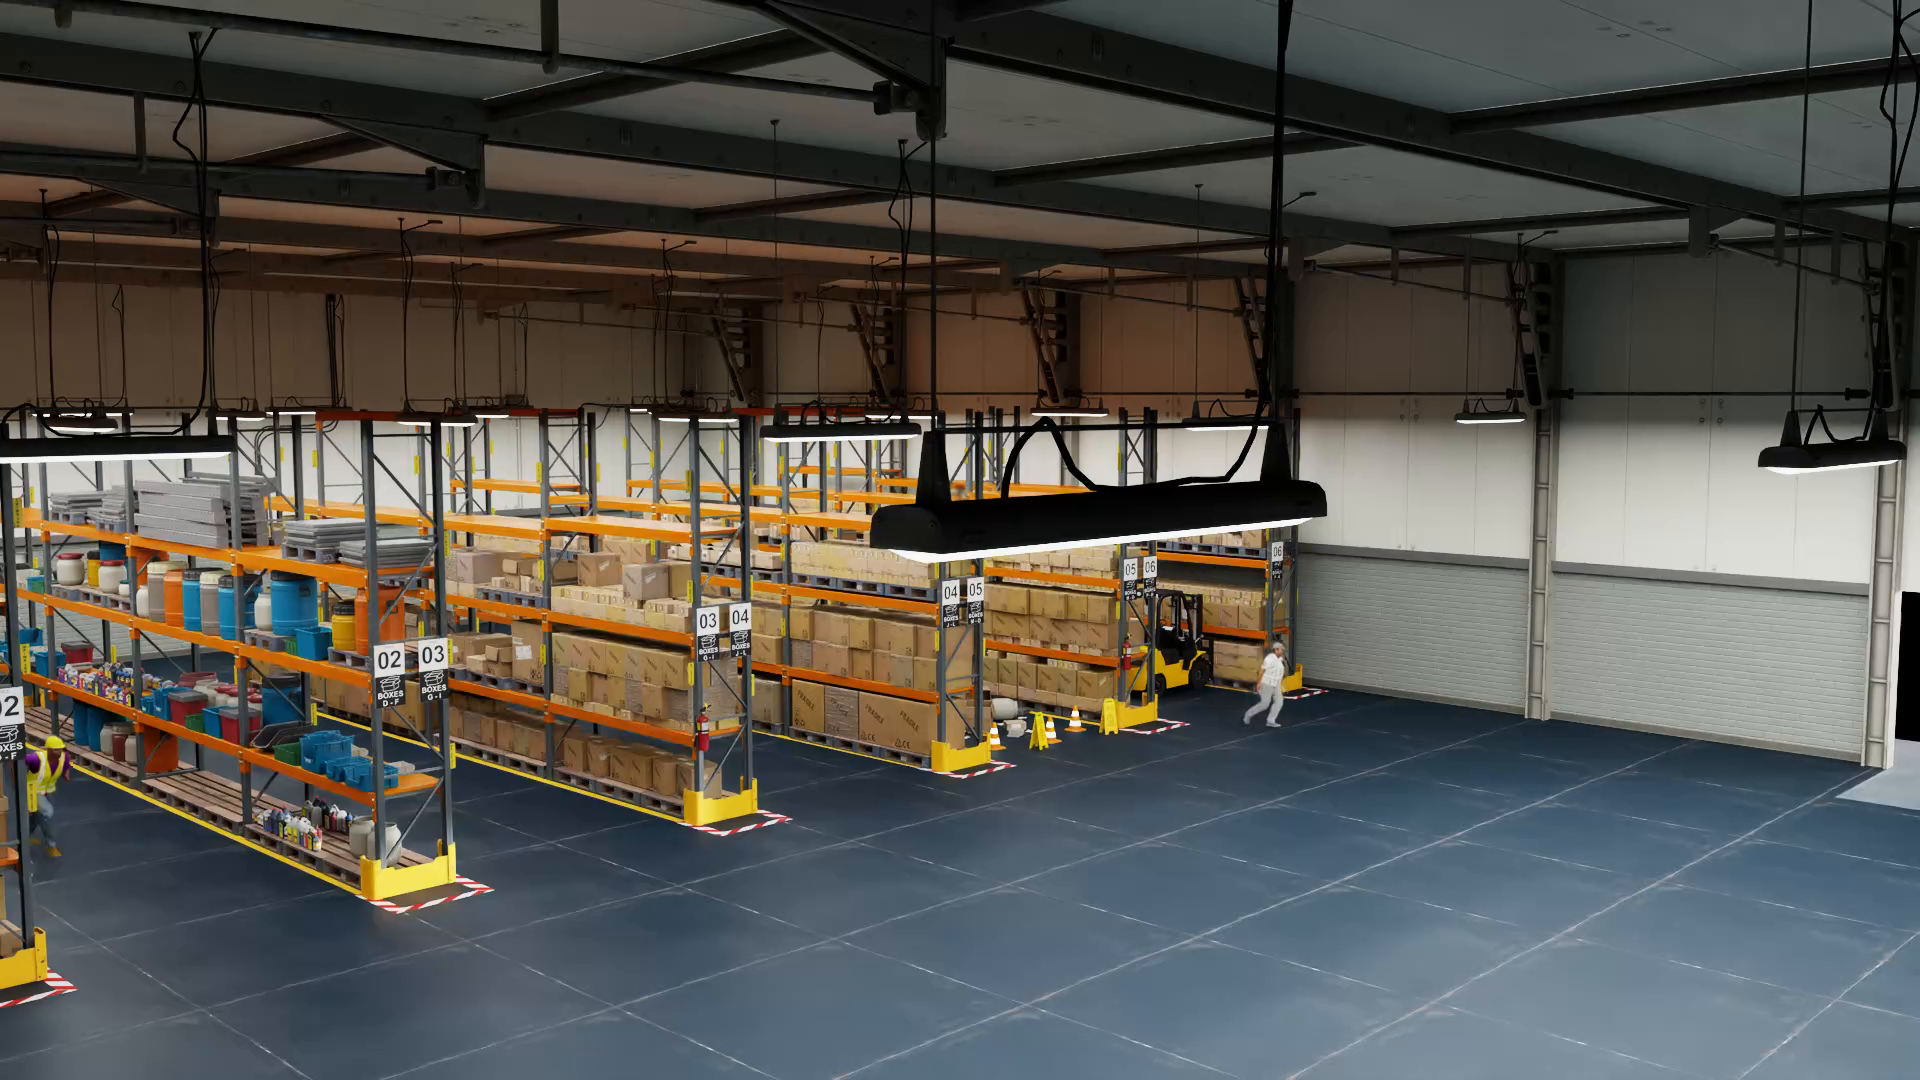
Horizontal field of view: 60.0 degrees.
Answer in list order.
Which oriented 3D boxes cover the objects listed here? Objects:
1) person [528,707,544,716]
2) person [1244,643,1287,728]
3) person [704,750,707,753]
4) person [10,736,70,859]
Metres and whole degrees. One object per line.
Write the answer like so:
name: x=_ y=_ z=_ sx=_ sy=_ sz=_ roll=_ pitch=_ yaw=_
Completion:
person: x=-7.898 y=2.699 z=31.492 sx=0.691 sy=1.671 sz=0.680 roll=3 pitch=6 yaw=28
person: x=5.821 y=2.736 z=31.567 sx=0.708 sy=1.605 sz=0.665 roll=4 pitch=7 yaw=40
person: x=-4.815 y=2.940 z=29.496 sx=0.840 sy=1.598 sz=0.519 roll=3 pitch=6 yaw=33
person: x=-12.621 y=3.510 z=22.782 sx=1.032 sy=1.718 sz=0.754 roll=3 pitch=6 yaw=28
